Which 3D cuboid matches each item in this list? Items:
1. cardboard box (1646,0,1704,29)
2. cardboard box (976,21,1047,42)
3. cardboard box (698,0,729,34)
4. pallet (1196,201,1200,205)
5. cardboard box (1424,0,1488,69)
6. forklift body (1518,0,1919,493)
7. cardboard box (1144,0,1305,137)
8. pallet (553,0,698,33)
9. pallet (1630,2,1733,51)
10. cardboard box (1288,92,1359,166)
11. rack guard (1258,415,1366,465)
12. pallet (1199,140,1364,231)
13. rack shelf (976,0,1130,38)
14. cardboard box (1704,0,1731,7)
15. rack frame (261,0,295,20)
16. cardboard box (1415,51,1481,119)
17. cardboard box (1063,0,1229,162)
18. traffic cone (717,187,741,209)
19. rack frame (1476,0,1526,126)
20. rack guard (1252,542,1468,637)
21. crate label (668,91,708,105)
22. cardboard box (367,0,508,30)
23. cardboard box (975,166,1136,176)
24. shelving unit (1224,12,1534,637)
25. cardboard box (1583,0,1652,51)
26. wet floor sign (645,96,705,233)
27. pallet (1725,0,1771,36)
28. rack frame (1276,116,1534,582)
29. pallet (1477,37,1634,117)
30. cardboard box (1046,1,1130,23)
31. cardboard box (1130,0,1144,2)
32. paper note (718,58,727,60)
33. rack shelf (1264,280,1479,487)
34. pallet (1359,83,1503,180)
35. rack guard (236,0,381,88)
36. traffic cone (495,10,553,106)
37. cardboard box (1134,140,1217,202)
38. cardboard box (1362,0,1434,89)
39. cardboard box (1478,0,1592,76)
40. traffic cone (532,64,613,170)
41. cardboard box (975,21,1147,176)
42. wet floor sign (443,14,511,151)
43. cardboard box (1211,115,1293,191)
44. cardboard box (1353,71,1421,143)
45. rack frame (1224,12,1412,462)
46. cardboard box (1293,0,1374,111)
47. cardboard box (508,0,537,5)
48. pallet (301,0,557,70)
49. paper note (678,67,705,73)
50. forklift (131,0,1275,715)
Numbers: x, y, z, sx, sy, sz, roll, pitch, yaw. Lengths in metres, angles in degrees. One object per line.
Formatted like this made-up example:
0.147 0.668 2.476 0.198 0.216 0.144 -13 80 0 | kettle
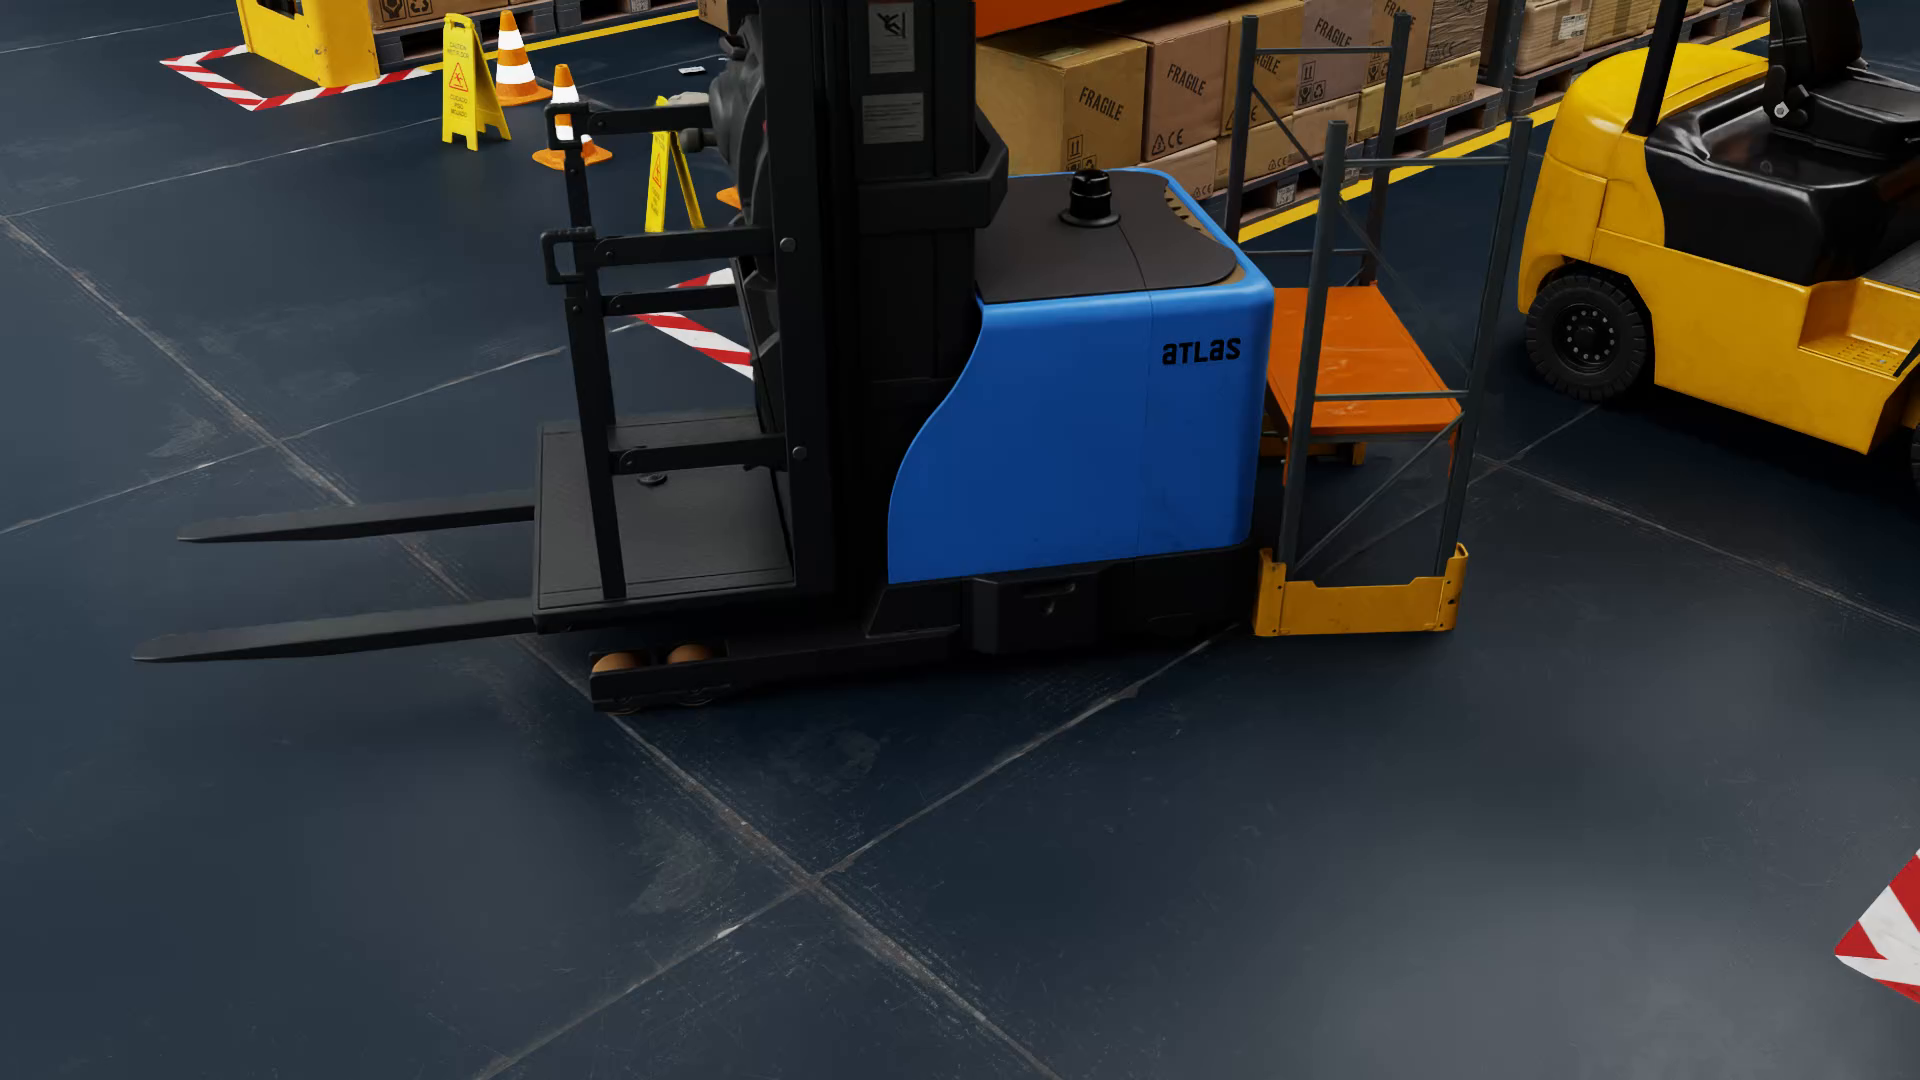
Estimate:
3.954 -3.435 10.108 0.625 0.372 0.950 -24 39 -34 | cardboard box
0.015 -1.977 7.123 0.500 0.500 0.500 -26 40 -35 | cardboard box
-1.342 -3.535 10.550 0.500 0.500 0.500 -19 36 -28 | cardboard box
0.280 -1.379 7.303 1.213 0.211 1.003 -26 40 -35 | pallet
2.287 -2.700 8.304 0.500 0.500 0.500 -26 40 -36 | cardboard box
3.133 -1.378 5.442 1.214 2.155 2.313 -26 40 -35 | forklift body
1.155 -2.144 7.396 0.500 0.500 0.500 -25 39 -35 | cardboard box
-2.407 -3.679 11.065 1.213 0.211 1.003 -26 40 -35 | pallet
4.003 -3.208 10.294 1.213 0.211 1.003 -26 40 -35 | pallet
1.528 -2.008 7.892 0.500 0.250 0.500 -25 39 -35 | cardboard box
1.084 -0.376 5.626 0.587 0.250 0.087 -2 31 -3 | rack guard
1.175 -1.810 8.007 1.213 0.211 1.003 -26 40 -35 | pallet
1.071 -2.670 7.430 4.000 0.370 1.077 -26 40 -35 | rack shelf
4.514 -3.702 10.545 0.625 0.372 0.950 -27 40 -36 | cardboard box
-3.835 -4.125 9.121 0.127 3.000 1.000 -26 40 -35 | rack frame
2.287 -2.380 8.499 0.500 0.250 0.500 -24 39 -33 | cardboard box
0.782 -1.969 7.110 0.500 0.500 0.500 -28 41 -37 | cardboard box
-0.957 -1.831 7.801 0.334 0.463 0.336 -26 40 -35 | traffic cone
2.538 -3.686 8.403 0.127 3.000 1.000 -26 40 -35 | rack frame
1.144 0.142 4.778 0.587 0.250 0.087 -2 31 -3 | rack guard
-1.427 -2.299 8.878 0.250 0.136 0.298 9 33 15 | crate label
-3.383 -3.664 10.000 0.875 0.875 0.875 -26 40 -35 | cardboard box
0.384 -1.454 6.985 0.500 0.250 0.500 -26 40 -36 | cardboard box
1.114 -0.650 4.876 0.587 1.500 1.083 -2 31 -3 | shelving unit
3.446 -3.187 9.704 0.625 0.372 0.950 -23 38 -33 | cardboard box
-1.262 -1.605 7.256 0.232 0.644 0.267 -12 34 -19 | wet floor sign
4.897 -3.639 10.998 1.213 0.211 1.003 -26 40 -35 | pallet
1.146 -0.381 4.435 0.500 1.500 0.032 -2 31 -3 | rack frame
3.108 -2.773 9.583 1.213 0.211 1.003 -26 40 -35 | pallet
0.395 -2.164 7.427 0.500 0.500 0.500 -24 39 -34 | cardboard box
0.770 -2.340 7.716 0.500 0.500 0.500 -27 40 -36 | cardboard box
-1.383 -2.883 9.955 0.123 0.001 0.032 -7 32 -11 | paper note
1.115 -0.492 4.962 0.538 0.185 1.000 -2 31 -3 | rack shelf
2.070 -2.245 8.719 1.213 0.211 1.003 -26 40 -35 | pallet
-3.852 -3.050 9.759 0.348 0.500 1.175 -26 40 -35 | rack guard
-2.480 -2.688 9.202 0.334 0.463 0.336 -26 40 -35 | traffic cone
0.764 -1.632 7.277 0.500 0.250 0.500 -24 39 -34 | cardboard box
1.915 -2.519 8.008 0.500 0.500 0.500 -25 39 -35 | cardboard box
2.921 -2.931 9.285 0.625 0.372 0.950 -25 39 -35 | cardboard box
-1.961 -2.135 8.298 0.334 0.463 0.336 -26 40 -35 | traffic cone
0.401 -1.782 6.804 0.500 0.500 0.500 -27 41 -37 | cardboard box
-2.510 -2.353 8.479 0.267 0.644 0.232 22 37 31 | wet floor sign
1.155 -1.830 7.601 0.500 0.250 0.500 -23 38 -32 | cardboard box
1.904 -2.187 8.184 0.500 0.250 0.500 -27 41 -37 | cardboard box
1.084 -0.910 5.301 0.500 1.500 0.032 -2 31 -3 | rack frame
1.541 -2.337 7.711 0.500 0.500 0.500 -23 39 -33 | cardboard box
-2.739 -3.976 10.512 0.875 0.875 0.875 -27 40 -36 | cardboard box
-3.302 -3.249 10.361 1.213 0.211 1.003 -26 40 -35 | pallet
-1.561 -2.750 9.719 0.142 0.017 0.144 -12 34 -19 | paper note
-0.737 -1.080 4.207 3.031 2.935 1.130 -6 32 -10 | forklift
